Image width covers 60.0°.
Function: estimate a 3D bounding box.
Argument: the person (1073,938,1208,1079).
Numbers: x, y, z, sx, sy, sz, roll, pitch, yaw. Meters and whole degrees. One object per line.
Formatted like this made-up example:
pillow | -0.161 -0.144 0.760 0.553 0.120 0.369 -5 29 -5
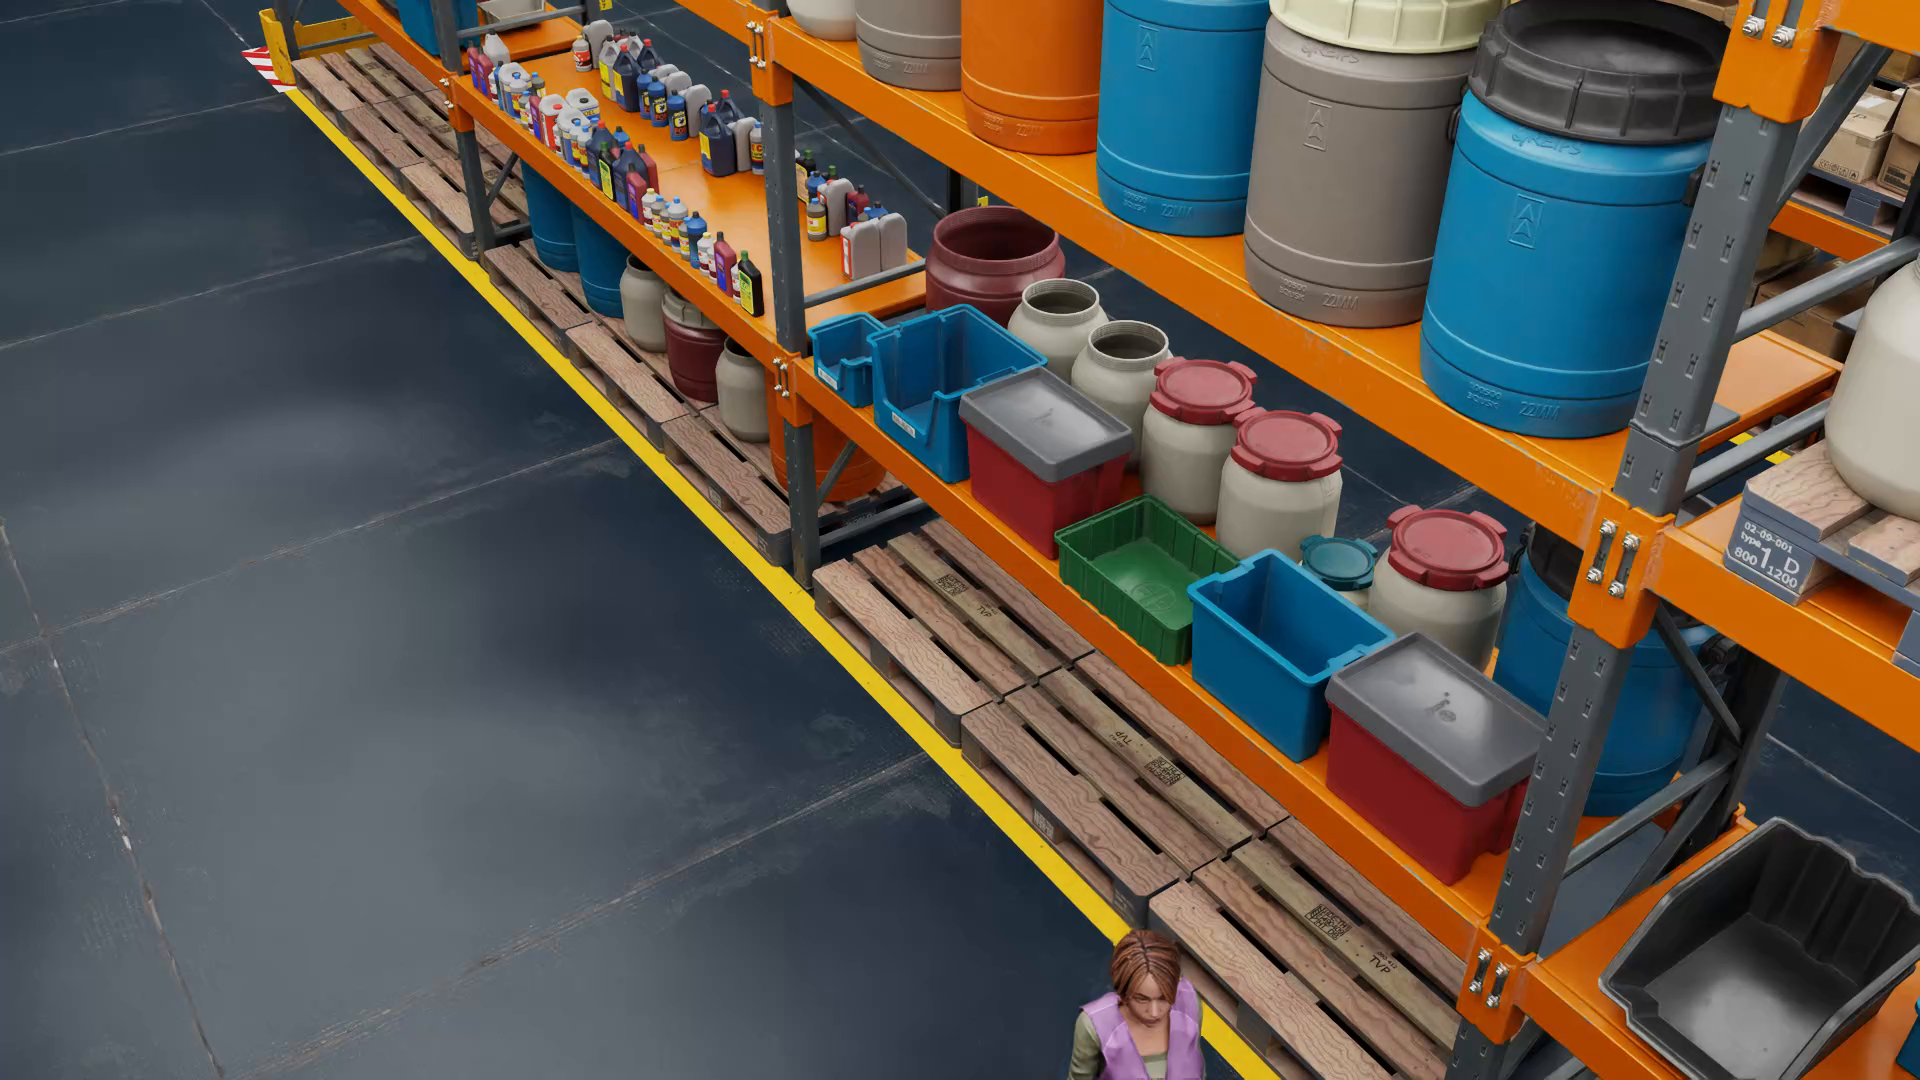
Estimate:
person | 0.500 1.720 4.678 0.421 1.595 0.433 -9 38 -12
